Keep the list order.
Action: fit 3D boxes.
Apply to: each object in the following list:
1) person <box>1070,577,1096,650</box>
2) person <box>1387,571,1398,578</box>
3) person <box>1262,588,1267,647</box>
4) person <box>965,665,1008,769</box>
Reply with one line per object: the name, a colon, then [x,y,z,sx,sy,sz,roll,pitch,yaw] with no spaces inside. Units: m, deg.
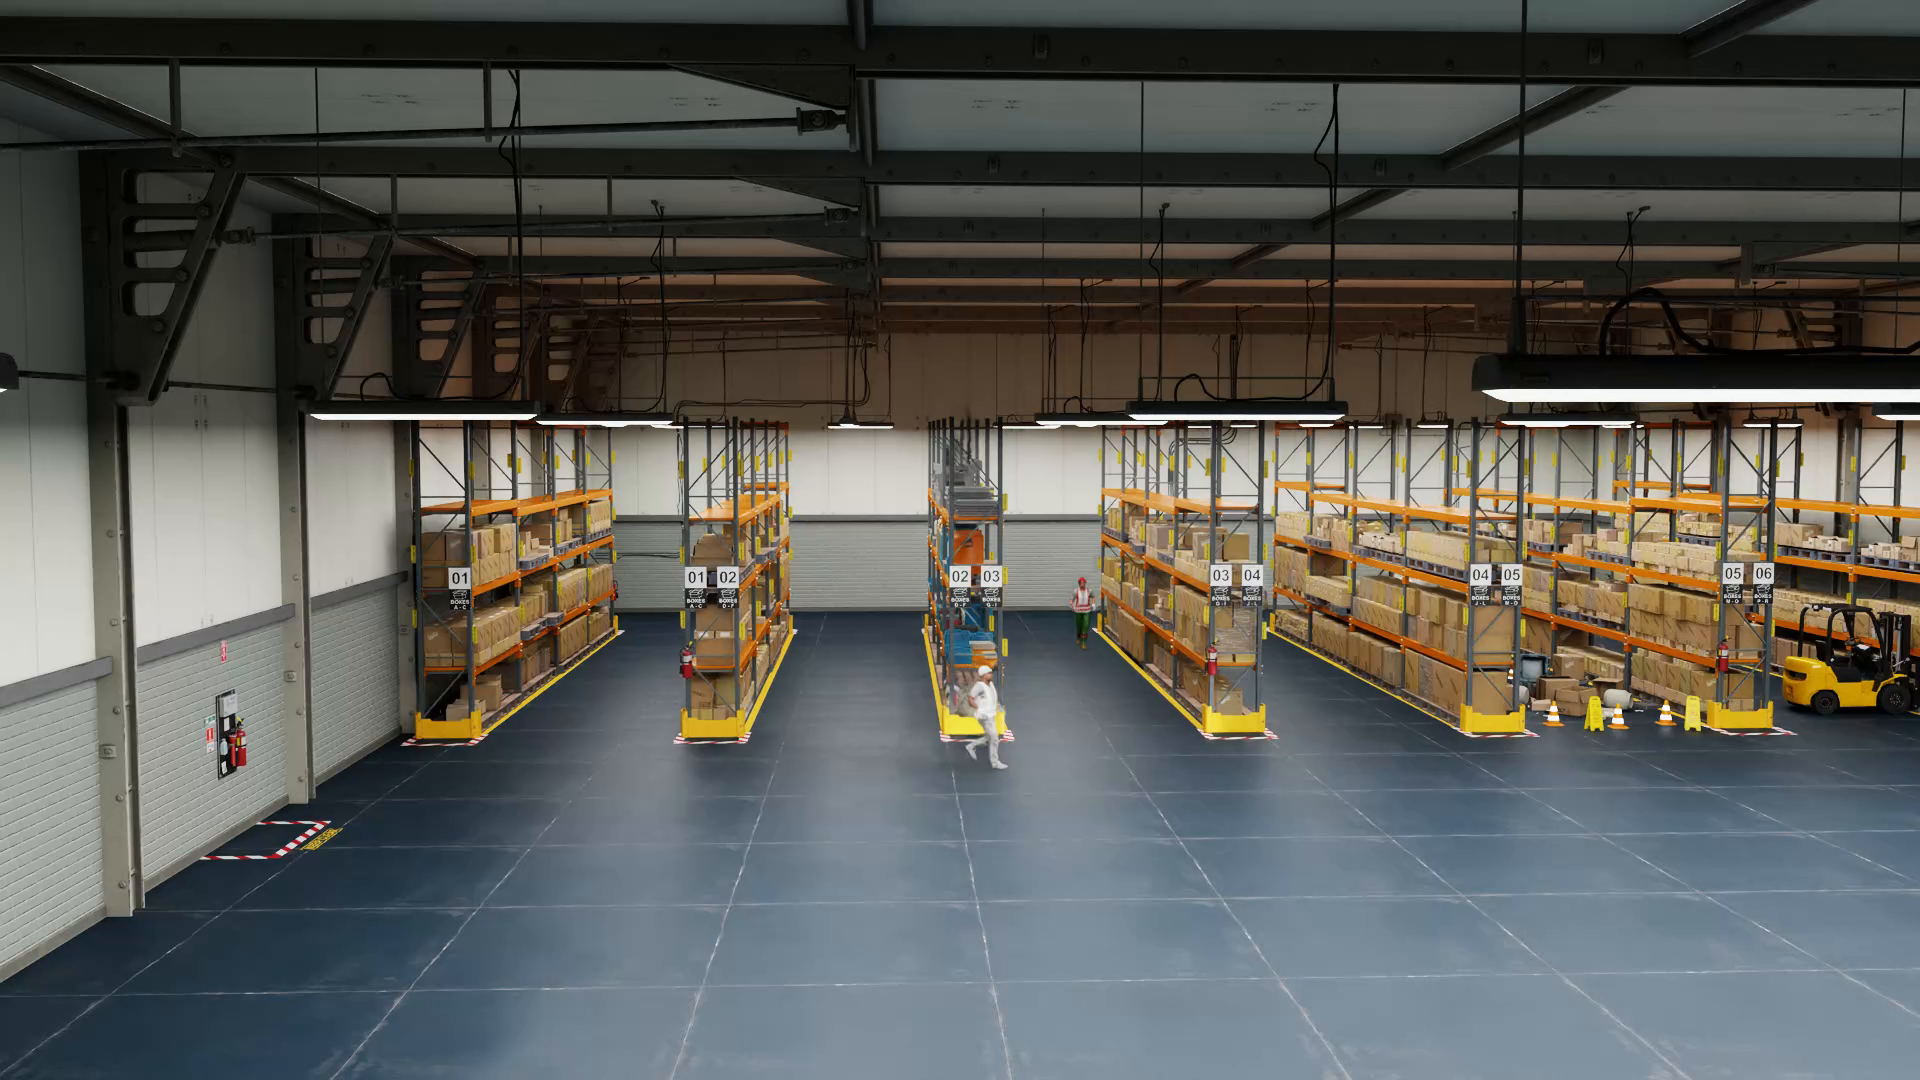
person: [3.099,1.835,41.832,0.669,1.785,0.818,0,4,-2]
person: [12.861,1.641,49.261,0.803,1.856,0.653,0,4,2]
person: [7.936,1.949,44.601,0.678,1.844,0.864,0,4,-2]
person: [0.427,3.006,28.252,0.830,1.753,0.714,2,4,24]
